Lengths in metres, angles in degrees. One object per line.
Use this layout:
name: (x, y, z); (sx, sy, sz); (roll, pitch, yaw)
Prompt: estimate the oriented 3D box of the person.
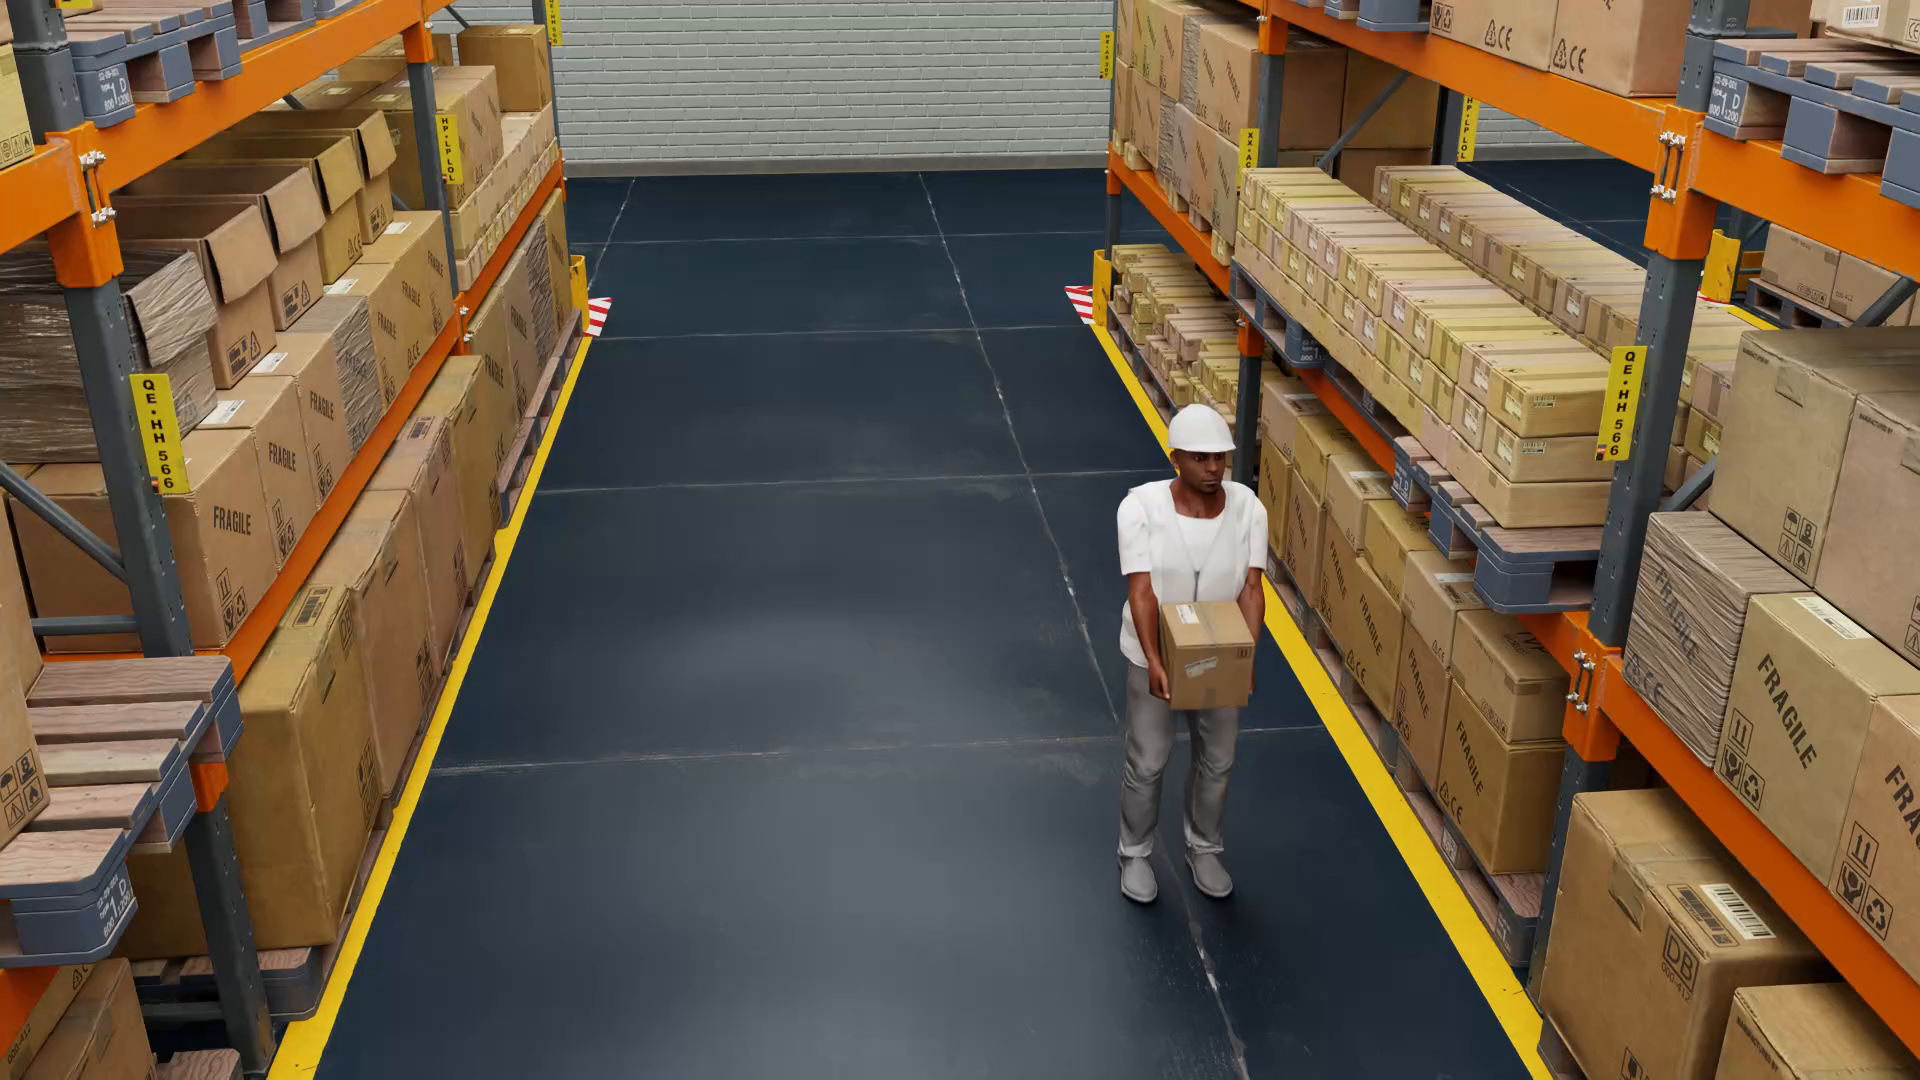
person: (0.784, 0.433, 5.583); (0.504, 1.761, 0.572); (-2, 24, -5)
